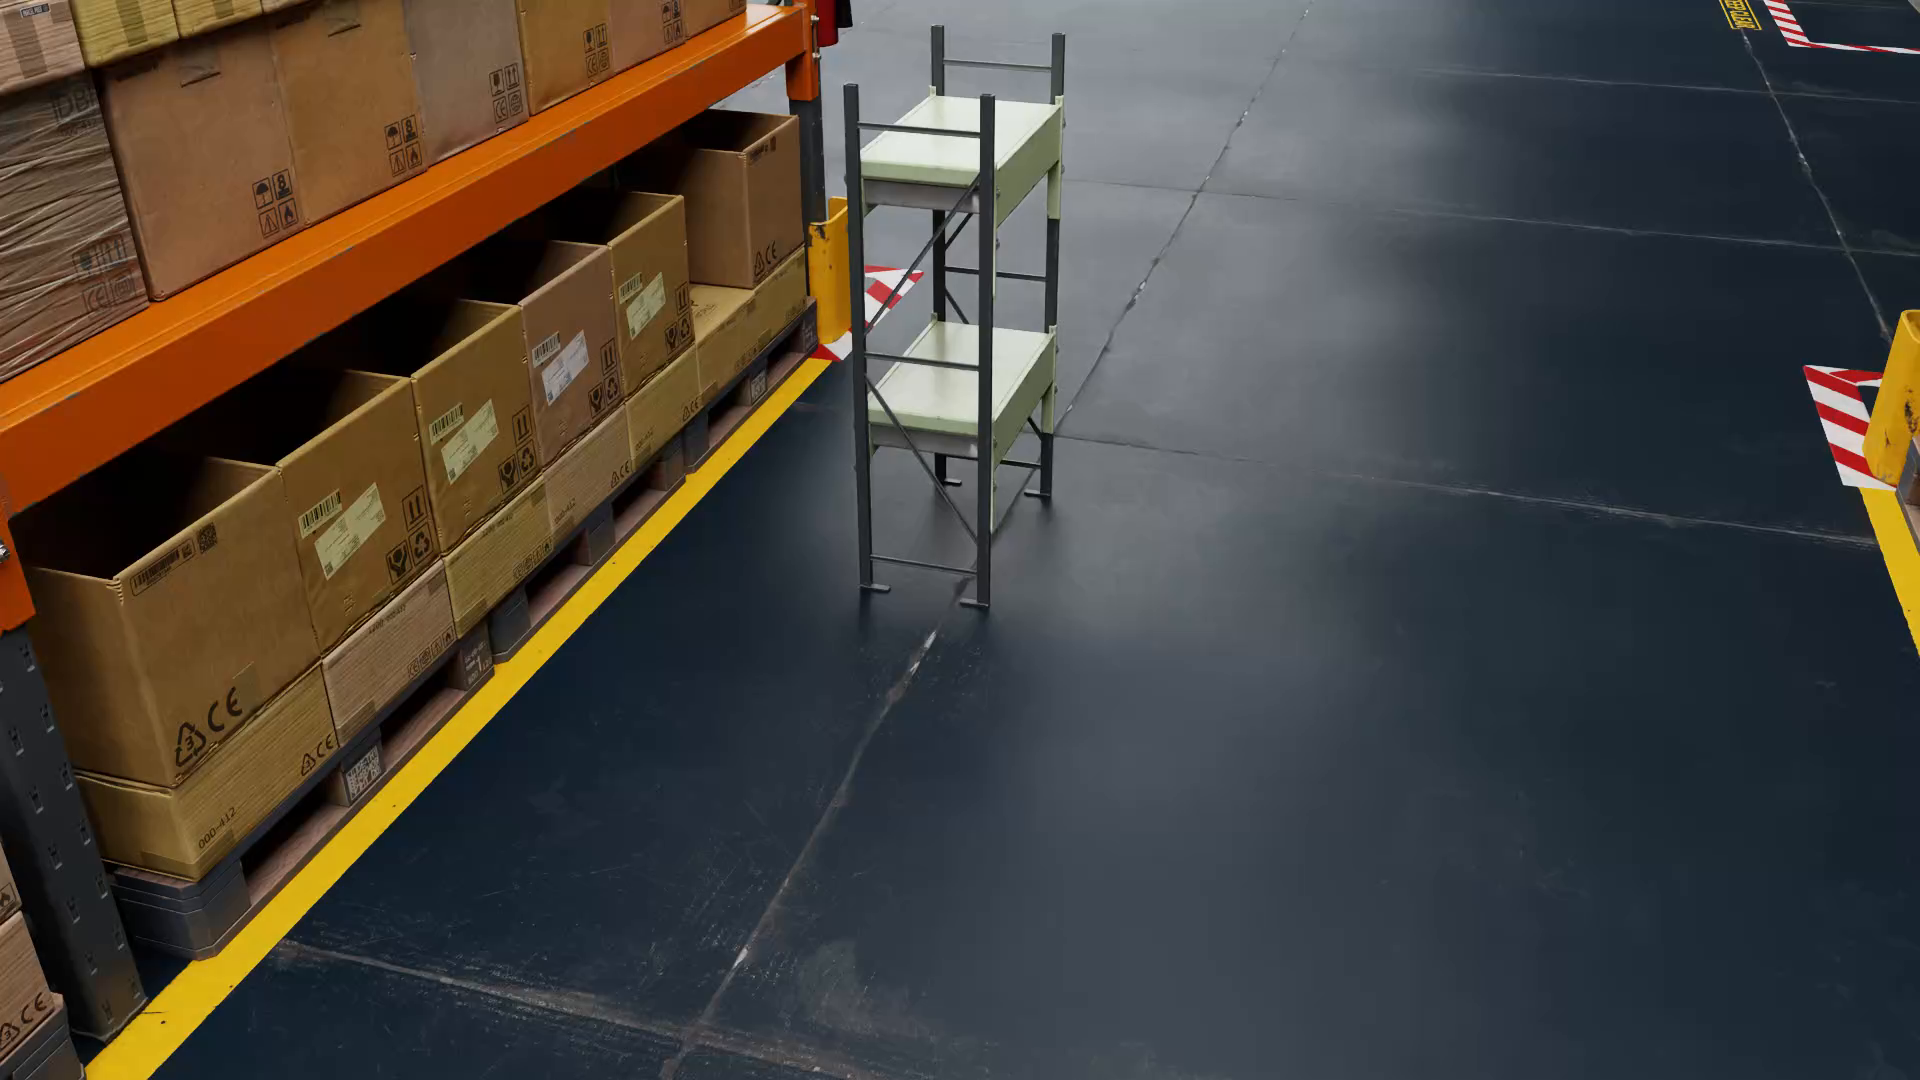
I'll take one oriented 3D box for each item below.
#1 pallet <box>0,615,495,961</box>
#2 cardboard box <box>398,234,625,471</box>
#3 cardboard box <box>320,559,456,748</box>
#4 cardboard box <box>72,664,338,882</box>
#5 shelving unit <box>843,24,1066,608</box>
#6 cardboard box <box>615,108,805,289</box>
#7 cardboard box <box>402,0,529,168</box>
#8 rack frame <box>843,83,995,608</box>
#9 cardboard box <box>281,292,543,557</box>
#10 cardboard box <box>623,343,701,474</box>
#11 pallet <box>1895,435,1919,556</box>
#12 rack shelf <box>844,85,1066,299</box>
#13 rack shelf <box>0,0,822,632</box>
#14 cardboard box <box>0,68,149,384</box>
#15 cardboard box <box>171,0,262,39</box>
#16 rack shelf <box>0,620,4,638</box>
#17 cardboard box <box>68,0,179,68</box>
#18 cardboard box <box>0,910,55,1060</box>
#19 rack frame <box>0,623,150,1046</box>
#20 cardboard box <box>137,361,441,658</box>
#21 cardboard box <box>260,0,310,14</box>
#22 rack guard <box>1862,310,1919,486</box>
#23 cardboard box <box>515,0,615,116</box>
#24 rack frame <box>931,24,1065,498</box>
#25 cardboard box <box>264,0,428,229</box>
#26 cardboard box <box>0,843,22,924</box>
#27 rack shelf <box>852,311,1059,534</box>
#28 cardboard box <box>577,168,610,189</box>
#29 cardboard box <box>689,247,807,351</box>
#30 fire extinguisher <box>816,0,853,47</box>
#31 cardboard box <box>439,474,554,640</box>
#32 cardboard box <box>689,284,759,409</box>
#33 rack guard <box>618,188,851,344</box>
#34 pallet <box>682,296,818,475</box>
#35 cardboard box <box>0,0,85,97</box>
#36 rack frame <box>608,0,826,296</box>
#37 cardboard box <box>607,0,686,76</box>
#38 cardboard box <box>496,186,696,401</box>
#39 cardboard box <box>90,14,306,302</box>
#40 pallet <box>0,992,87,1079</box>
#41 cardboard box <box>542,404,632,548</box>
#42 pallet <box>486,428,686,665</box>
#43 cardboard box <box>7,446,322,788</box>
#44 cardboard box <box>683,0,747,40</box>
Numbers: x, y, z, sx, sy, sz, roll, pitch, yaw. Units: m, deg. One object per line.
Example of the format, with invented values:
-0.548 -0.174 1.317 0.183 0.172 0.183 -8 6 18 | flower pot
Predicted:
-1.927 0.476 4.177 1.003 0.211 1.213 8 30 15 | pallet
-1.326 -0.557 4.790 0.500 0.500 0.500 8 30 15 | cardboard box
-1.623 0.235 4.138 0.500 0.250 0.500 8 30 15 | cardboard box
-1.774 0.467 3.721 0.500 0.250 0.500 8 30 15 | cardboard box
0.002 -0.659 4.891 0.431 1.500 0.755 8 30 15 | shelving unit
-0.899 -1.256 6.047 0.500 0.500 0.500 8 30 15 | cardboard box
-1.627 -1.346 4.482 0.700 0.500 0.500 9 30 16 | cardboard box
-0.105 -0.488 4.585 0.400 1.500 0.023 8 30 15 | rack frame
-1.471 -0.324 4.372 0.500 0.500 0.500 8 30 15 | cardboard box
-1.181 -0.461 5.390 0.500 0.250 0.500 8 30 15 | cardboard box
3.416 0.094 4.864 1.003 0.211 1.213 8 30 15 | pallet
0.002 -1.000 4.701 0.431 0.370 0.720 8 30 15 | rack shelf
-1.613 -0.994 4.691 1.077 0.370 4.000 8 30 15 | rack shelf
-2.076 -0.630 3.193 0.700 0.500 0.500 8 30 14 | cardboard box
-1.713 -1.162 3.483 0.380 0.149 0.250 8 30 14 | cardboard box
-2.787 0.865 1.349 1.077 0.370 4.000 8 30 15 | rack shelf
-1.788 -1.040 3.264 0.380 0.149 0.250 8 30 14 | cardboard box
-2.045 0.873 2.991 0.500 0.250 0.500 8 30 14 | cardboard box
-2.200 -0.379 2.845 1.000 3.000 0.127 8 30 15 | rack frame
-1.625 -0.093 3.956 0.500 0.500 0.500 8 30 15 | cardboard box
-1.637 -1.278 3.692 0.380 0.149 0.250 7 30 13 | cardboard box
3.688 -0.405 5.463 1.175 0.500 0.348 8 30 15 | rack guard
-1.476 -1.592 4.923 0.700 0.500 0.500 9 30 15 | cardboard box
0.109 -0.829 5.197 0.400 1.500 0.023 8 30 15 | rack frame
-1.776 -1.108 4.054 0.700 0.500 0.500 9 30 16 | cardboard box
-2.045 0.623 2.863 0.500 0.311 0.500 8 30 15 | cardboard box
0.002 -0.374 5.049 0.431 0.370 0.720 8 30 15 | rack shelf
-1.541 -1.097 5.762 0.500 0.500 0.500 8 30 15 | cardboard box
-0.901 -0.928 6.229 0.500 0.250 0.500 8 30 15 | cardboard box
-0.547 -2.192 6.185 0.296 0.674 0.183 8 30 15 | fire extinguisher
-1.471 0.004 4.554 0.500 0.250 0.500 8 30 15 | cardboard box
-1.036 -0.694 5.809 0.500 0.250 0.500 8 30 15 | cardboard box
-1.019 -1.156 6.815 1.175 0.500 0.348 8 30 15 | rack guard
-1.210 -0.658 6.215 1.003 0.211 1.213 8 30 15 | pallet
-1.863 -0.920 3.048 0.380 0.149 0.250 9 30 16 | cardboard box
-1.026 -2.238 6.187 1.000 3.000 0.127 8 30 15 | rack frame
-1.325 -1.821 5.336 0.700 0.500 0.500 9 30 16 | cardboard box
-1.178 -0.789 5.207 0.500 0.500 0.500 8 30 15 | cardboard box
-1.927 -0.876 3.636 0.700 0.500 0.500 8 30 14 | cardboard box
-2.379 1.188 2.898 1.003 0.211 1.213 8 30 15 | pallet
-1.330 -0.229 4.973 0.500 0.250 0.500 8 30 15 | cardboard box
-1.570 -0.093 5.199 1.003 0.211 1.213 8 30 15 | pallet
-1.765 0.141 3.536 0.500 0.500 0.500 8 30 15 | cardboard box
-1.175 -2.066 5.776 0.700 0.500 0.500 9 30 15 | cardboard box
